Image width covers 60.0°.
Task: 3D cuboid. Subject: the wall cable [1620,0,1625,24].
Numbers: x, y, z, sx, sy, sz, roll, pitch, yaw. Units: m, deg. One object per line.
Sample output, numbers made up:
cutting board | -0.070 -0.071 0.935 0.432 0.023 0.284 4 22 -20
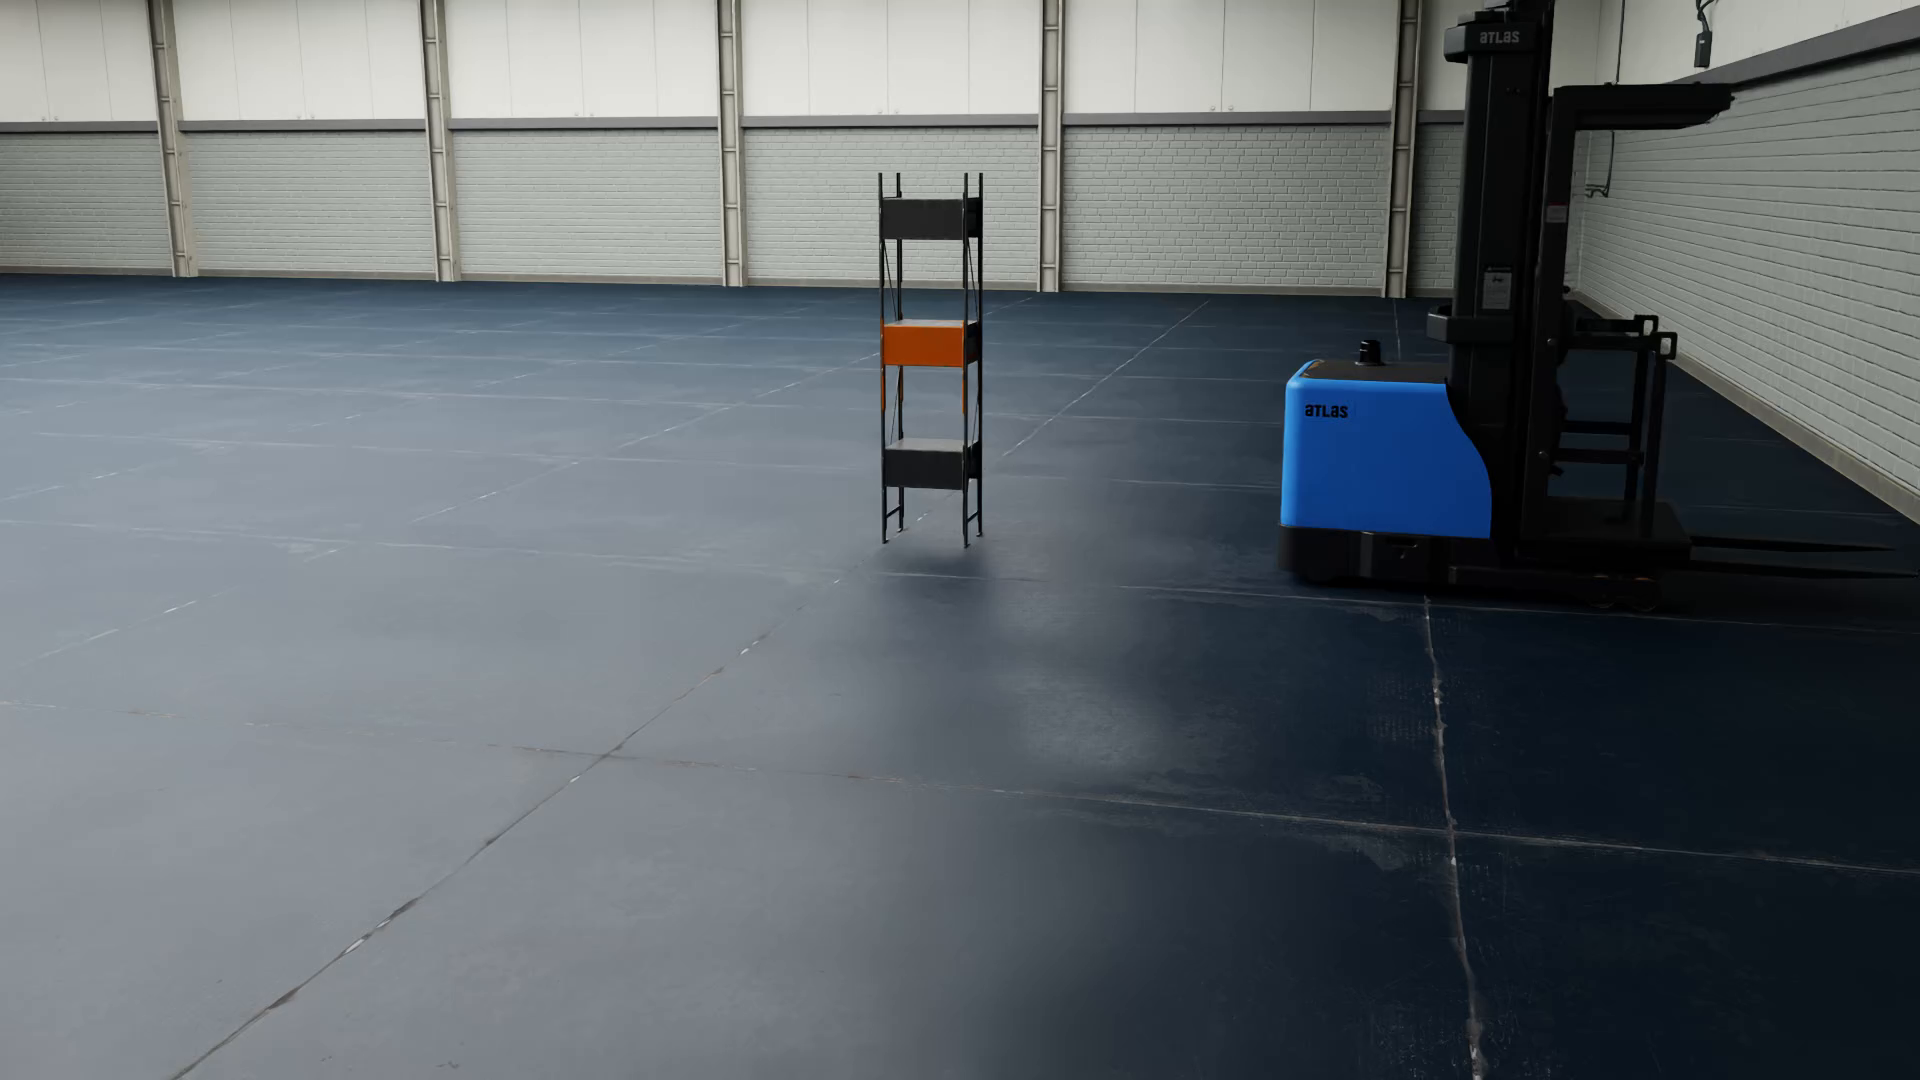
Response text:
wall cable | 9.324 -8.504 22.796 0.112 2.526 3.097 3 13 14

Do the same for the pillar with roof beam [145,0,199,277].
pillar with roof beam | -16.903 -8.894 29.046 0.400 9.000 9.100 3 13 14

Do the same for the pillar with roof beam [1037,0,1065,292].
pillar with roof beam | 0.572 -7.960 24.836 0.400 9.000 9.100 3 13 14

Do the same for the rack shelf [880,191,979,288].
rack shelf | -0.161 -1.704 9.396 0.480 0.518 0.431 3 13 14

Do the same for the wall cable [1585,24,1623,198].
wall cable | 9.972 -6.607 25.907 0.112 2.526 3.097 3 13 14

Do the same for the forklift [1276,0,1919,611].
forklift | 3.239 -1.209 8.418 3.031 2.935 1.130 4 13 17

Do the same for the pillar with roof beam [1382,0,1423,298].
pillar with roof beam | 6.397 -7.649 23.433 0.400 9.000 9.100 3 13 14

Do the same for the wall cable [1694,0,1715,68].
wall cable | 7.682 -7.788 16.208 0.169 6.003 2.305 3 13 14

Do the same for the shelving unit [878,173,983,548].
shelving unit | -0.161 -1.034 9.545 0.503 2.100 0.431 3 13 14

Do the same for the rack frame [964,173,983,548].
rack frame | 0.076 -1.021 9.488 0.015 2.100 0.400 3 13 14

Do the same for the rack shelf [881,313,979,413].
rack shelf | -0.161 -1.020 9.548 0.480 0.518 0.431 3 13 14

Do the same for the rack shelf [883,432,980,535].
rack shelf | -0.161 -0.337 9.700 0.480 0.518 0.431 3 13 14

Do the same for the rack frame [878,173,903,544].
rack frame | -0.398 -1.046 9.602 0.015 2.100 0.400 3 13 14

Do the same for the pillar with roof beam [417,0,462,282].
pillar with roof beam | -11.078 -8.583 27.643 0.400 9.000 9.100 3 13 14

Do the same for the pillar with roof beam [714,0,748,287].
pillar with roof beam | -5.253 -8.271 26.239 0.400 9.000 9.100 3 13 14
